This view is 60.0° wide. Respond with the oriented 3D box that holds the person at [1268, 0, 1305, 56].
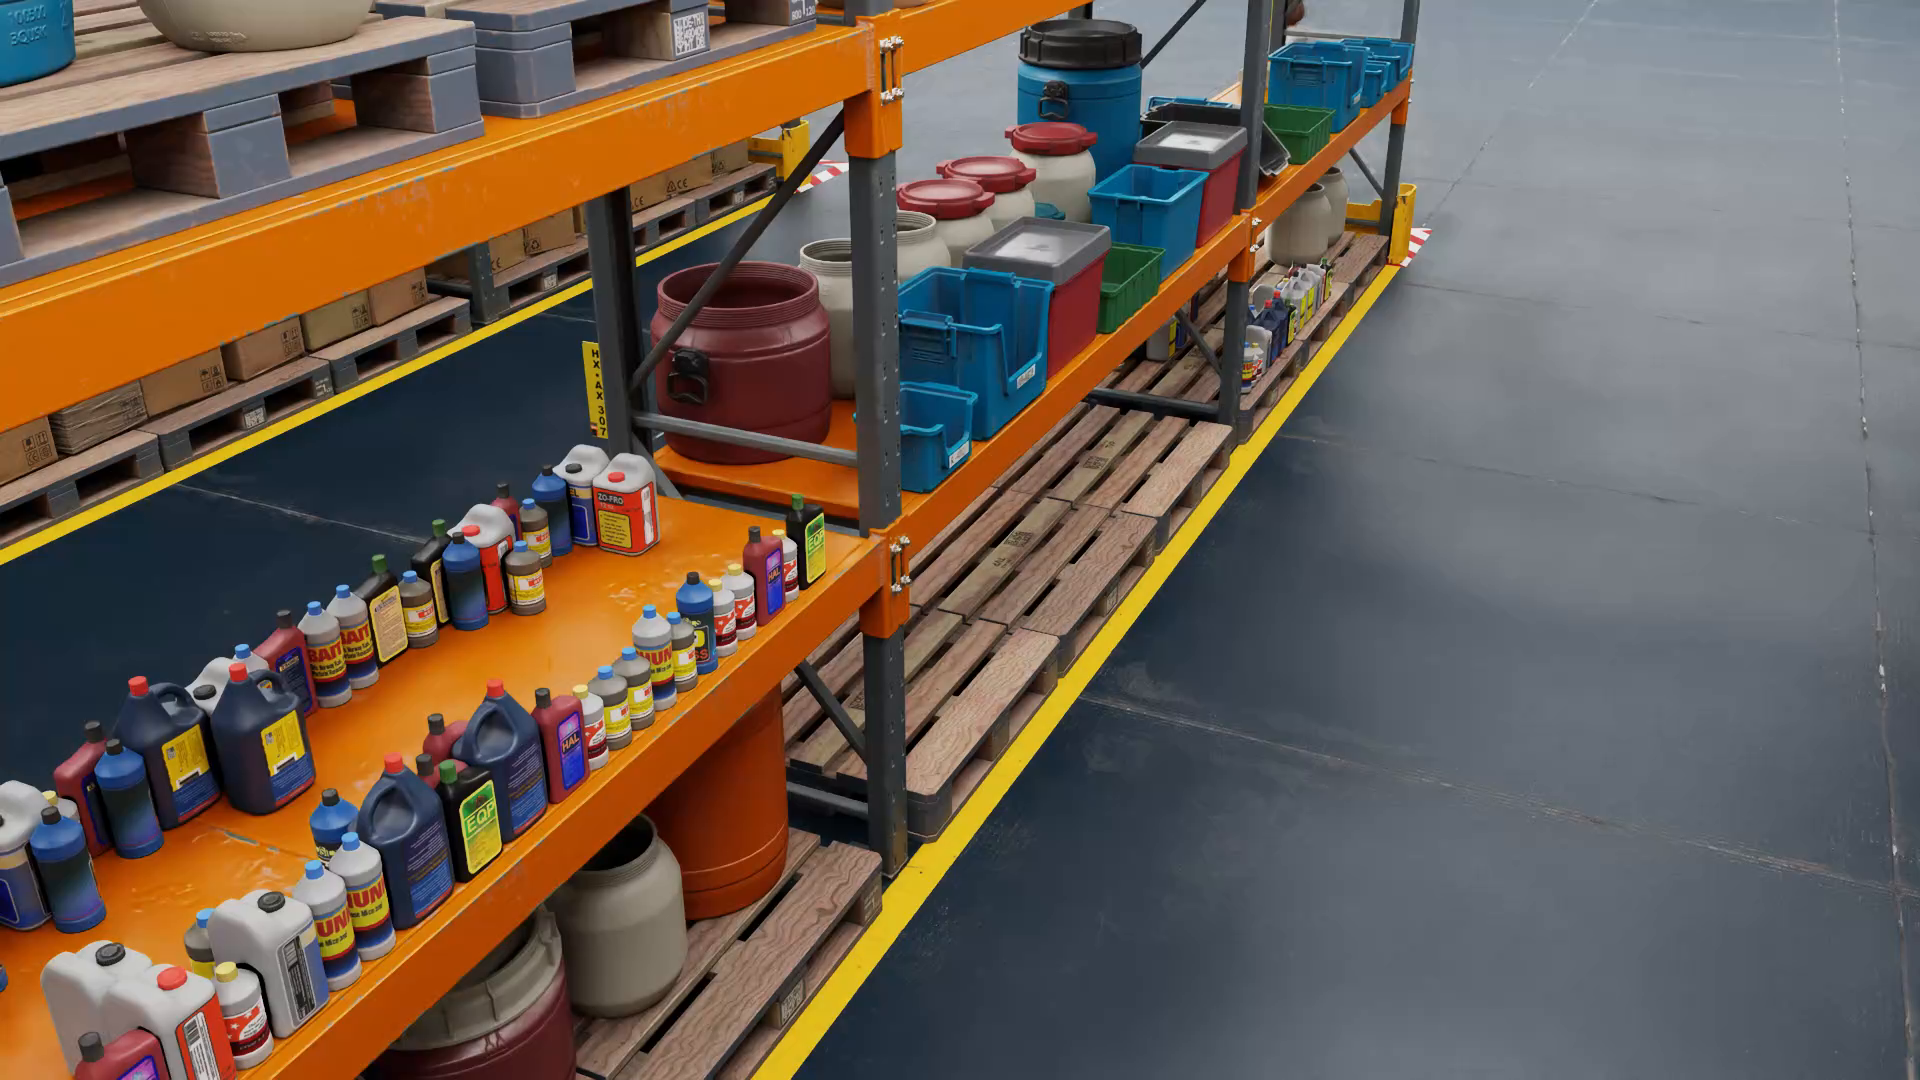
[{"bbox_3d":[2.592,-3.533,13.277,0.724,1.563,0.434,13,29,24],"label":"person"}]
